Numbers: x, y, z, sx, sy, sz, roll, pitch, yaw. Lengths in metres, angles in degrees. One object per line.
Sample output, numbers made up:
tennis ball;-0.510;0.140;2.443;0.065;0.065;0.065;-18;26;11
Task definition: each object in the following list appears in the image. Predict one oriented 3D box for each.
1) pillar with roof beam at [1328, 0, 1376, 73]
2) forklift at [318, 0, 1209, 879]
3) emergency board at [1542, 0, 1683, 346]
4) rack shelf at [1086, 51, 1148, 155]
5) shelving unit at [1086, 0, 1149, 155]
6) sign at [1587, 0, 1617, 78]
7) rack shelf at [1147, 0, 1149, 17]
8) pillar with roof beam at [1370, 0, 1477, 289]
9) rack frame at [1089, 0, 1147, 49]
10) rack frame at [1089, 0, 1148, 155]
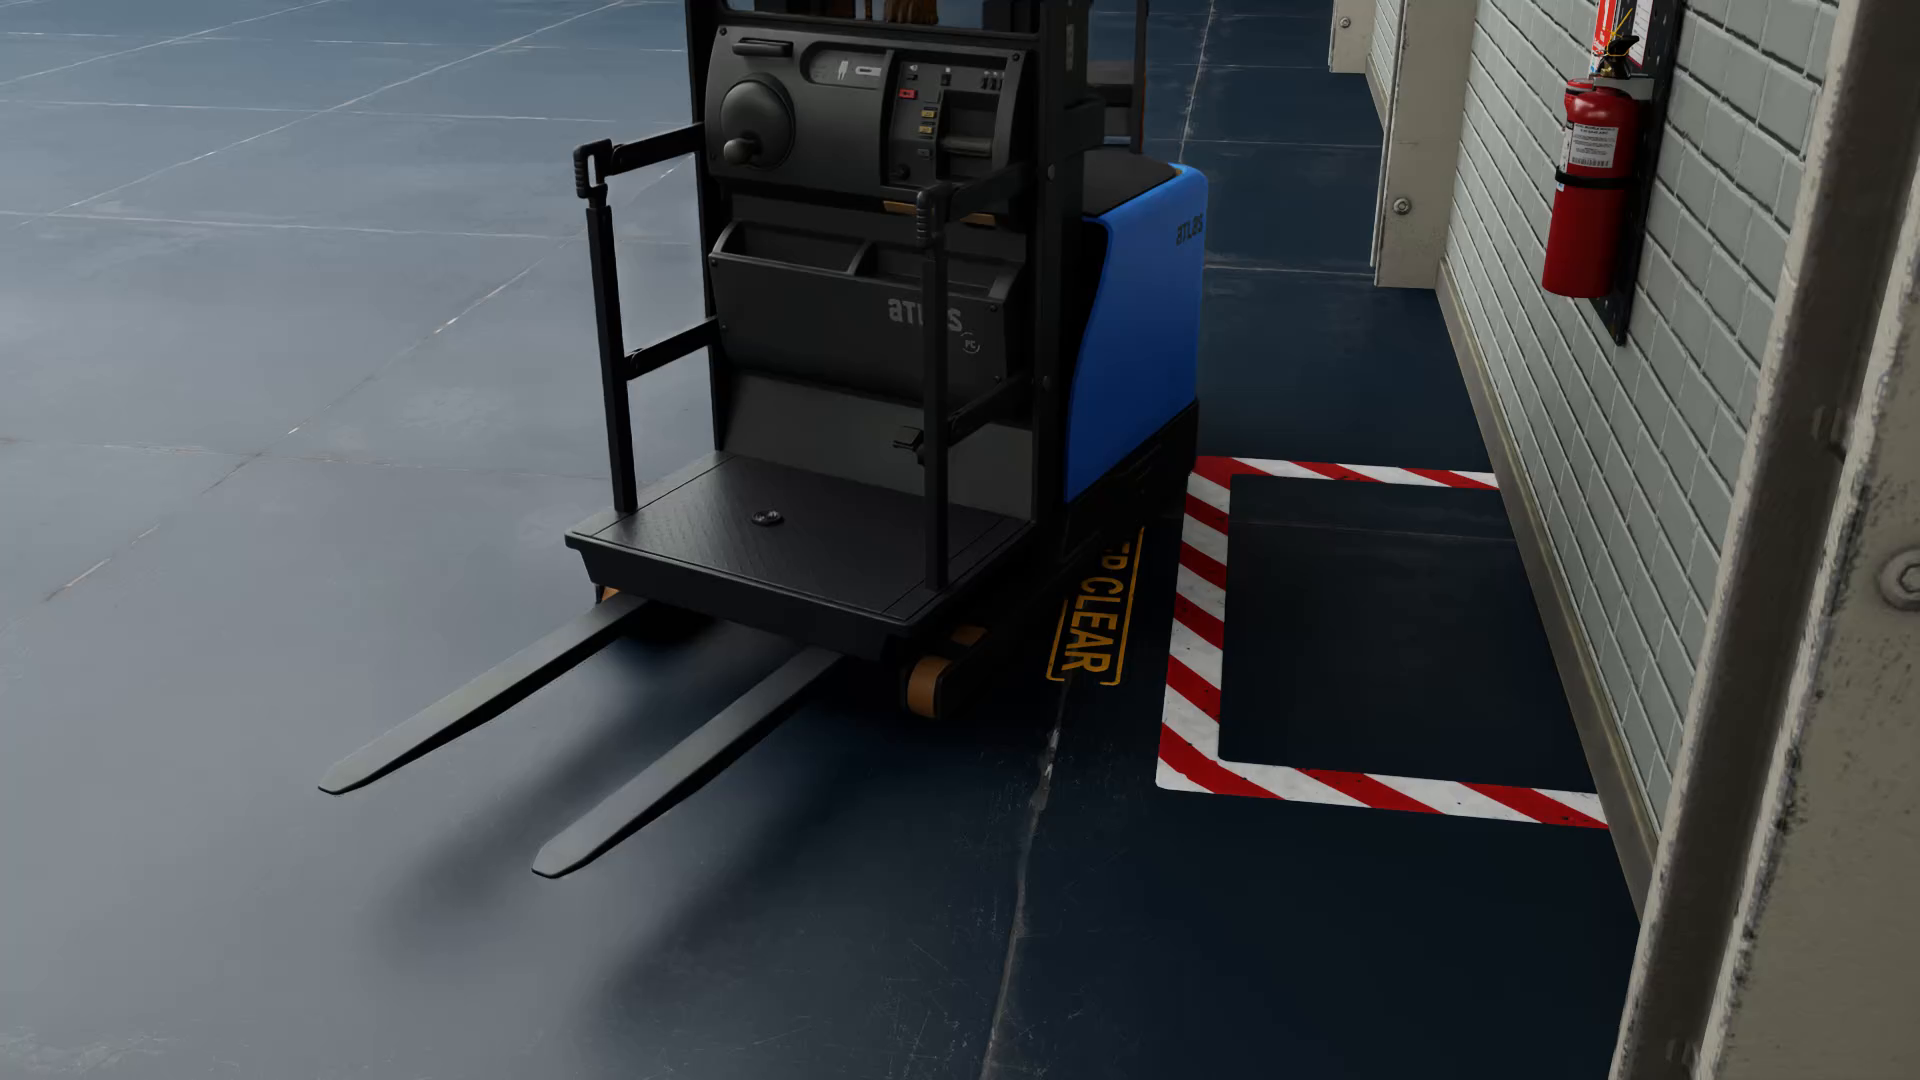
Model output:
pillar with roof beam;-1.137;-8.145;12.037;9.100;9.000;0.400;4;25;9
forklift;-0.361;-1.086;4.112;1.130;2.935;3.031;13;28;26
emergency board;1.591;-1.142;4.152;0.194;1.169;0.643;4;25;9
rack shelf;0.431;-1.409;5.812;0.431;0.518;0.480;3;25;6
shelving unit;0.431;-1.421;5.807;0.431;2.100;0.503;3;25;6
sign;1.783;-1.382;4.623;0.001;0.329;0.234;4;25;9
rack shelf;0.435;-2.043;5.515;0.431;0.518;0.480;3;25;6
pillar with roof beam;-2.117;-5.636;6.676;9.100;9.000;0.400;4;25;9
rack frame;0.458;-1.524;6.026;0.400;2.100;0.015;3;25;6
rack frame;0.404;-1.318;5.587;0.400;2.100;0.015;3;25;6
